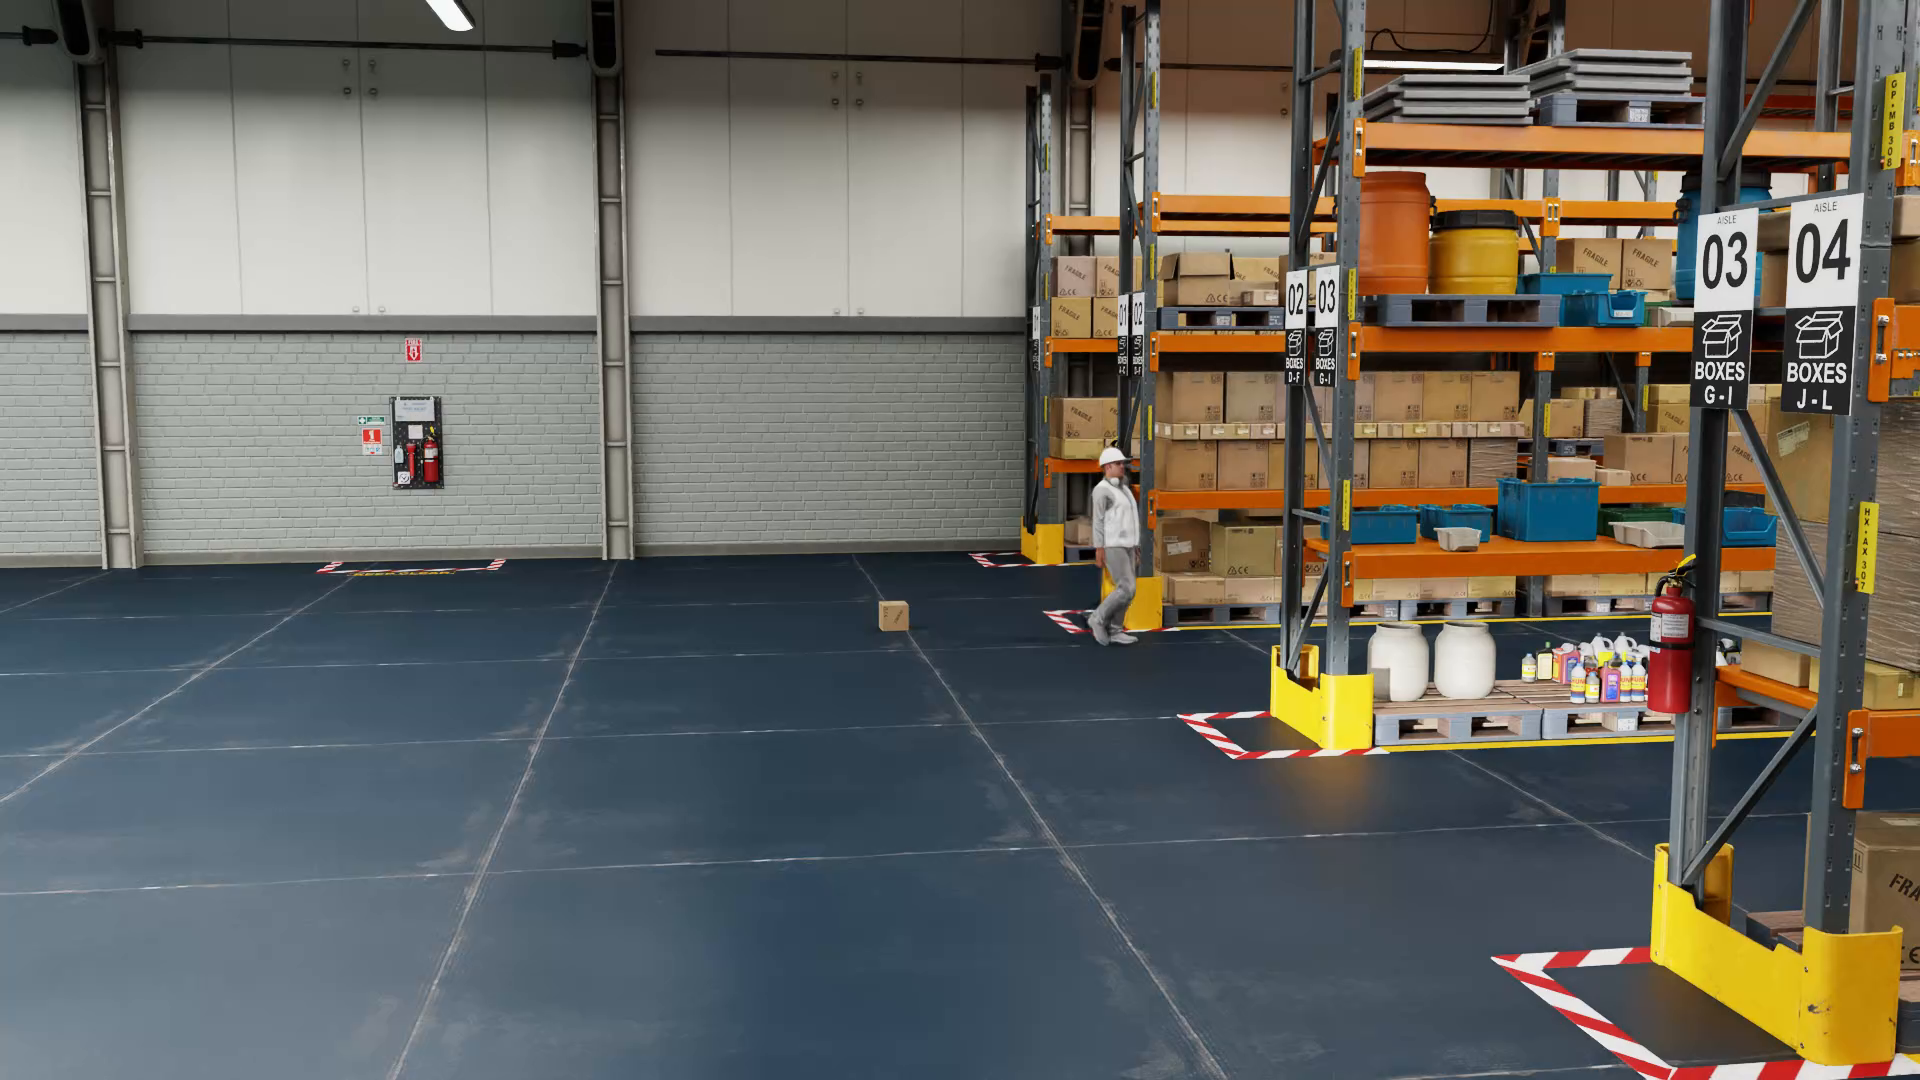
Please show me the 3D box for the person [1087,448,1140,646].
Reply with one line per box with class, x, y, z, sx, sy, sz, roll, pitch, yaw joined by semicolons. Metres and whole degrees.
person;1.419;0.063;14.890;0.469;1.776;0.536;4;7;30
